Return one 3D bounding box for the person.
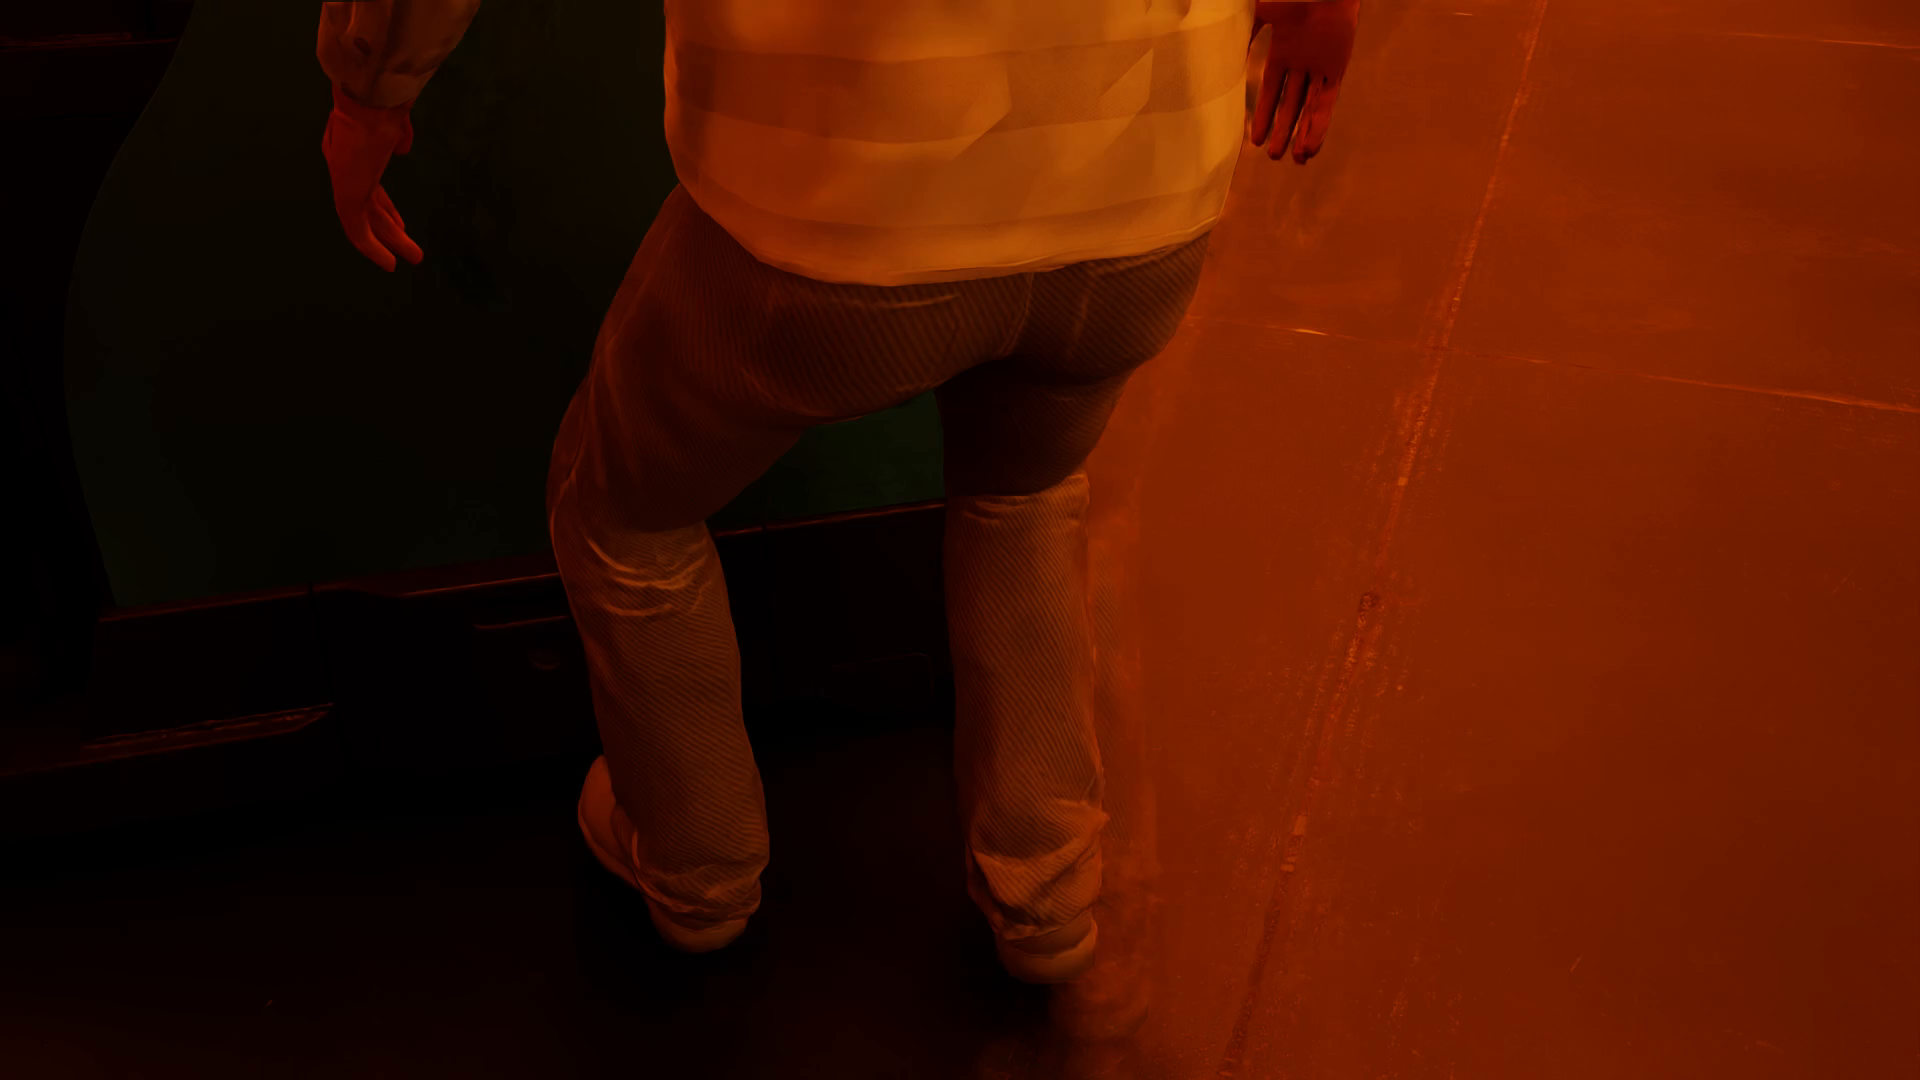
[{"bbox_3d":[-0.060,-0.352,1.358,0.873,1.708,0.578,-11,31,-18],"label":"person"}]

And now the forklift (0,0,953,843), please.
[{"bbox_3d":[-1.458,-1.114,1.493,3.031,2.935,1.130,-8,30,-14],"label":"forklift"}]
